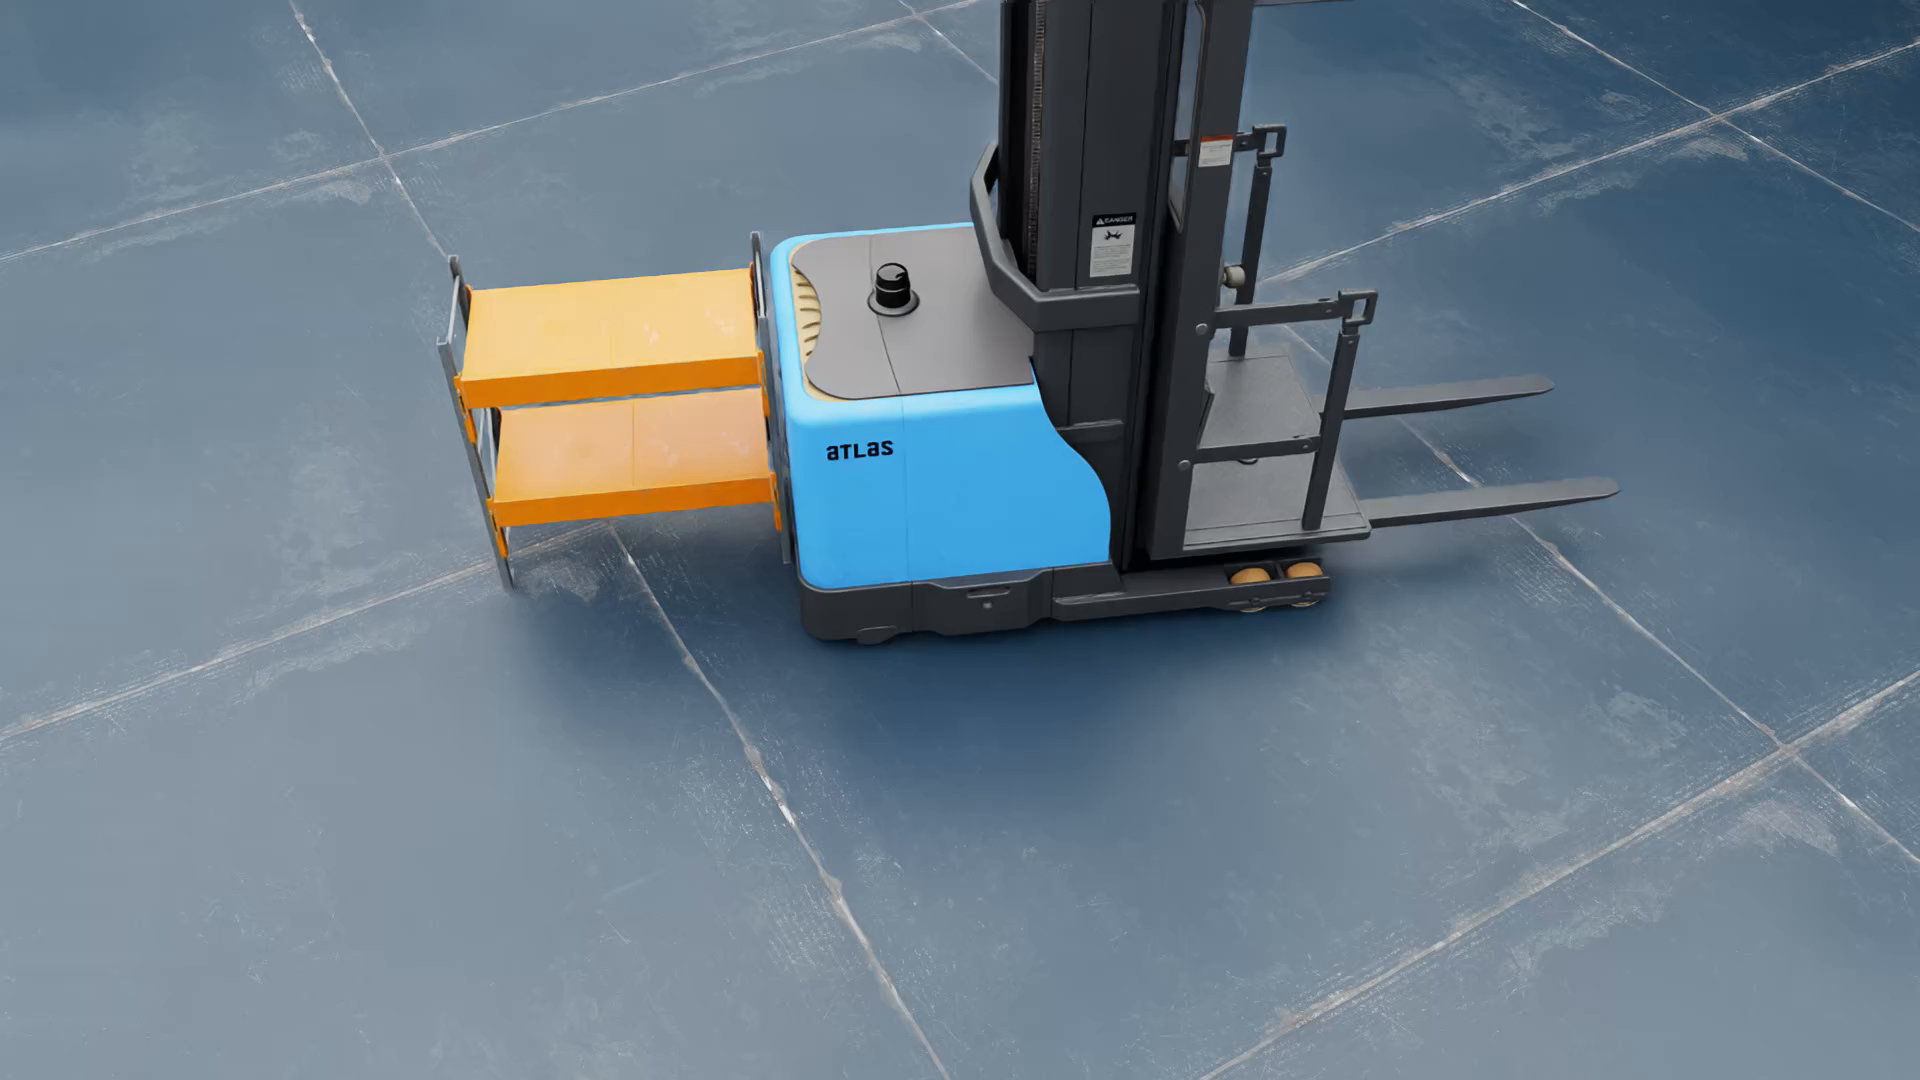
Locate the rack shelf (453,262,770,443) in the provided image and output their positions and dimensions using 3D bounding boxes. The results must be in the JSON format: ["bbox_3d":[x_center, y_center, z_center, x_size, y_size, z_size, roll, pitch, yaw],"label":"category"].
[{"bbox_3d":[-1.176,-0.648,5.690,1.000,0.278,0.538,-6,44,-6],"label":"rack shelf"}]

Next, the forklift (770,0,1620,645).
[{"bbox_3d":[0.886,-1.152,5.333,3.031,2.935,1.130,-6,44,-6],"label":"forklift"}]

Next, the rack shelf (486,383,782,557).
[{"bbox_3d":[-1.176,-0.263,6.064,1.000,0.278,0.538,-6,44,-6],"label":"rack shelf"}]

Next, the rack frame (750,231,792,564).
[{"bbox_3d":[-0.673,-0.487,5.944,0.032,1.125,0.500,-6,44,-6],"label":"rack frame"}]

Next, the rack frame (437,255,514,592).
[{"bbox_3d":[-1.679,-0.389,5.843,0.032,1.125,0.500,-6,44,-6],"label":"rack frame"}]

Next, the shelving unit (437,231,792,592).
[{"bbox_3d":[-1.176,-0.438,5.894,1.048,1.125,0.538,-6,44,-6],"label":"shelving unit"}]
